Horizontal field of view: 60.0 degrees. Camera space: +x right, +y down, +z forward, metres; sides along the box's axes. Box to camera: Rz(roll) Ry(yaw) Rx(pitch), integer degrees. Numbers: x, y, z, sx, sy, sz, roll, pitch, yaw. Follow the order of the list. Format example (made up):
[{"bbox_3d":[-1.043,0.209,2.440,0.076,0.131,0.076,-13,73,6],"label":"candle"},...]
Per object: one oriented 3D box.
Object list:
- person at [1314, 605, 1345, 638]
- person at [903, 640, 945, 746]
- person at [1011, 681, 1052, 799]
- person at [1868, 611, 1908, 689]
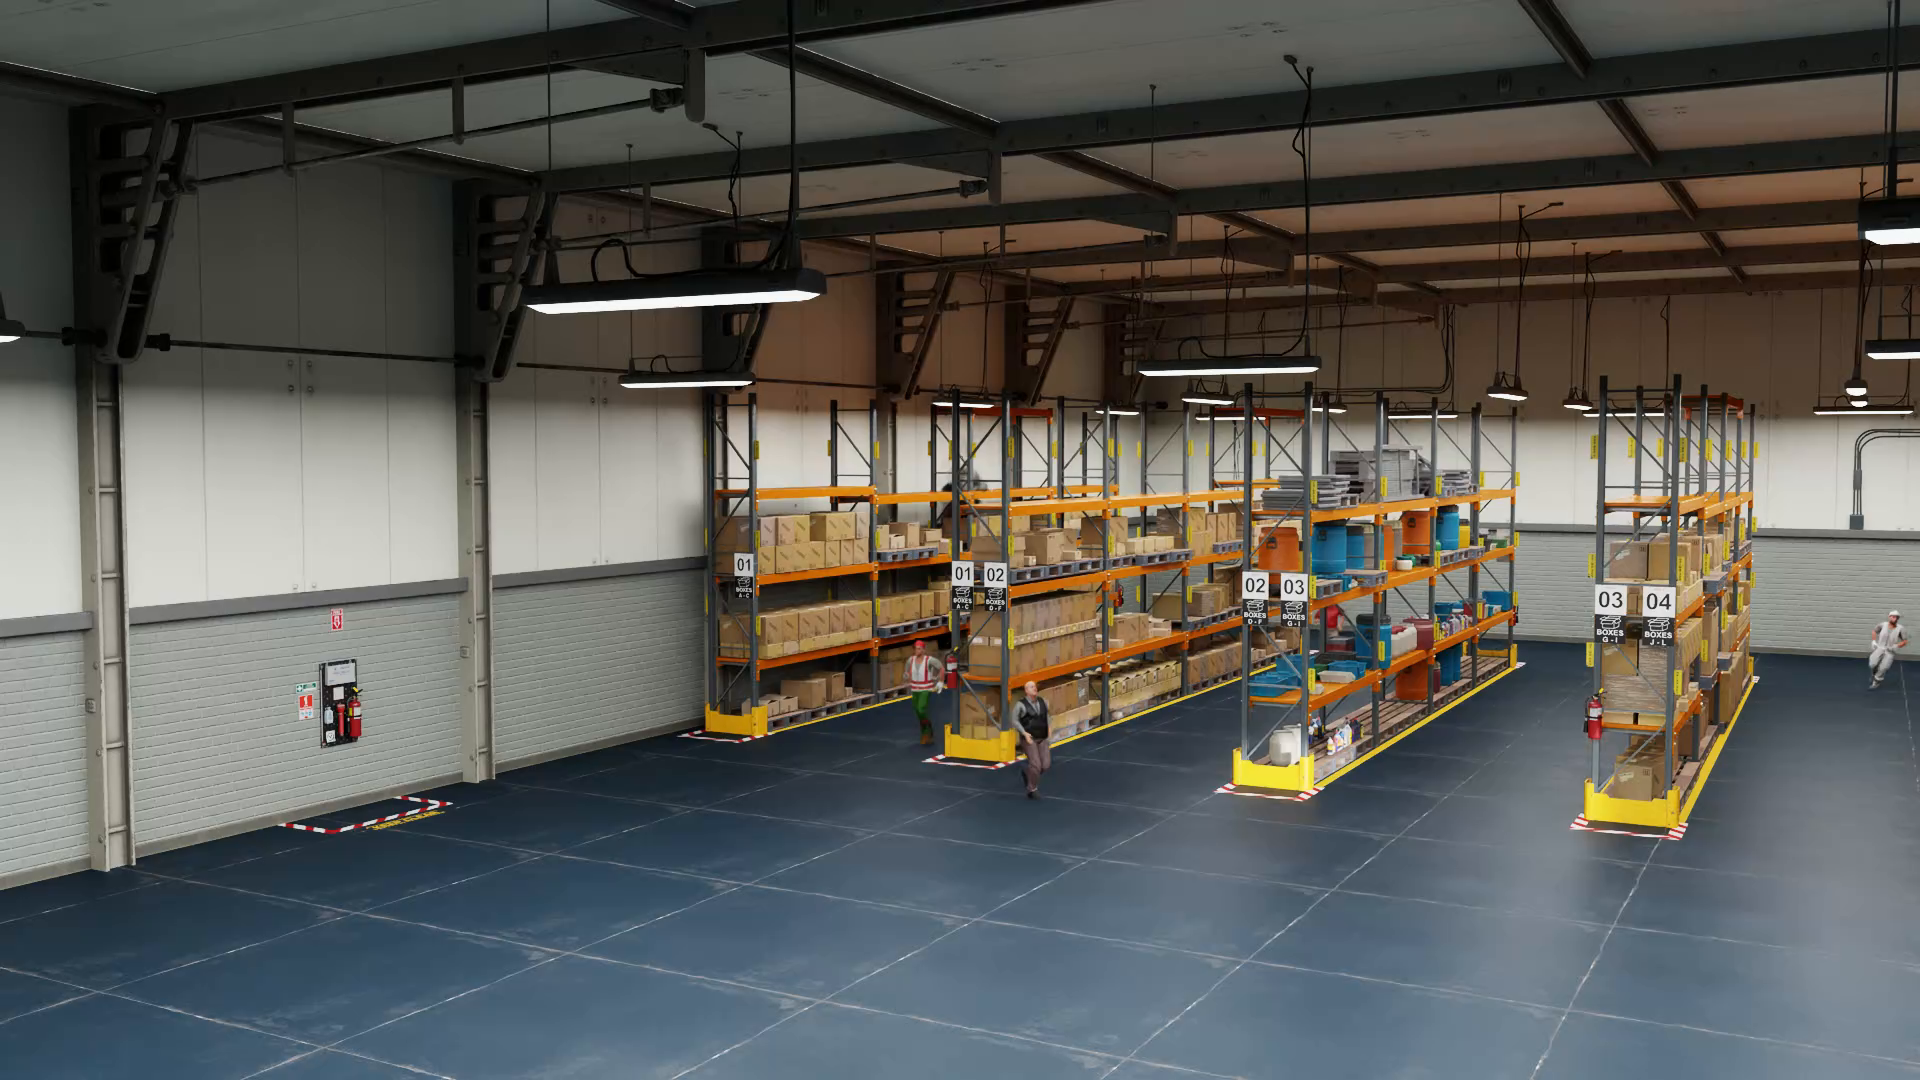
[{"bbox_3d":[8.282,2.119,37.312,0.660,1.753,0.969,1,3,21],"label":"person"},{"bbox_3d":[-0.650,2.588,28.325,0.671,1.779,0.786,2,4,29],"label":"person"},{"bbox_3d":[1.038,2.871,23.997,0.661,1.691,0.544,-2,4,-32],"label":"person"},{"bbox_3d":[19.230,2.299,34.514,0.544,1.685,0.741,-3,4,-44],"label":"person"}]
